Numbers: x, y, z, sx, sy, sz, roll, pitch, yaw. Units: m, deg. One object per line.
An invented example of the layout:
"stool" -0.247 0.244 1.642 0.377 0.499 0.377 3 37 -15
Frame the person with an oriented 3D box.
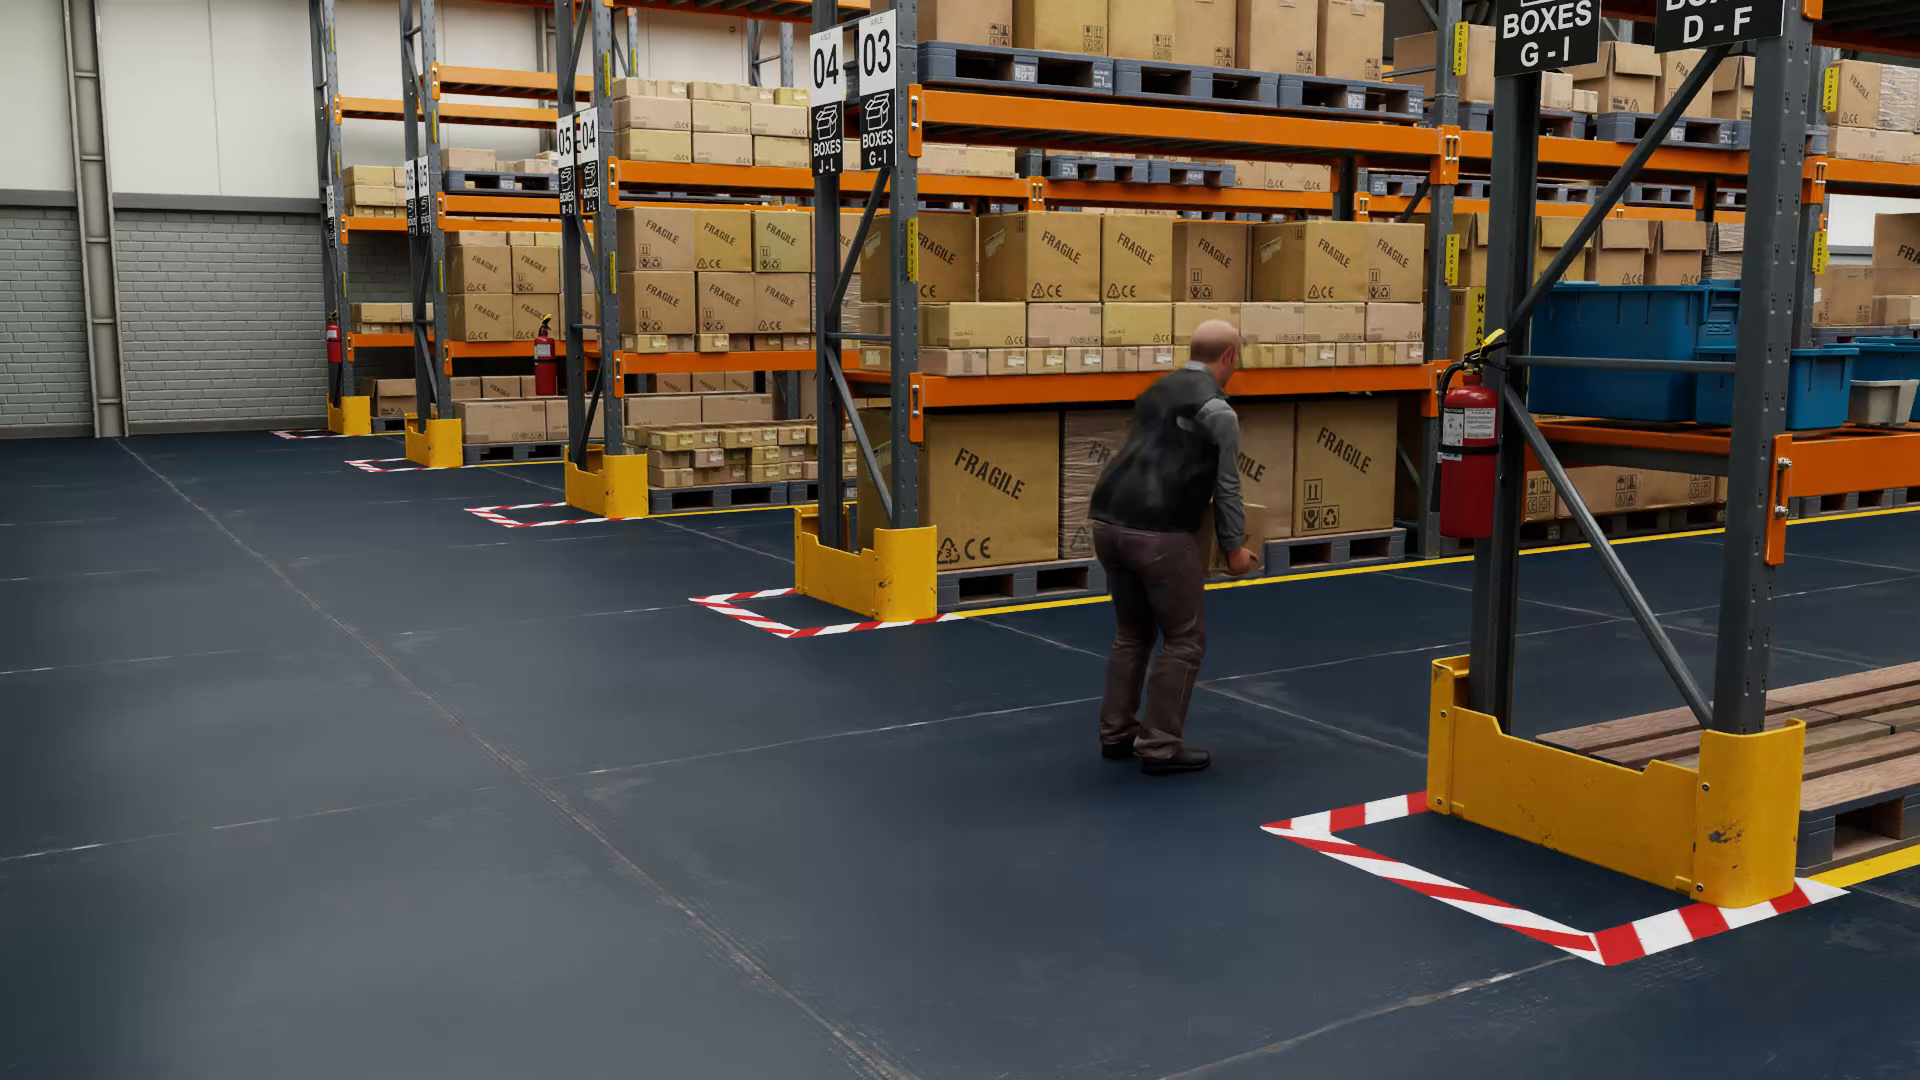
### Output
"person" 0.780 0.010 6.155 0.614 1.640 0.472 -5 10 -32
